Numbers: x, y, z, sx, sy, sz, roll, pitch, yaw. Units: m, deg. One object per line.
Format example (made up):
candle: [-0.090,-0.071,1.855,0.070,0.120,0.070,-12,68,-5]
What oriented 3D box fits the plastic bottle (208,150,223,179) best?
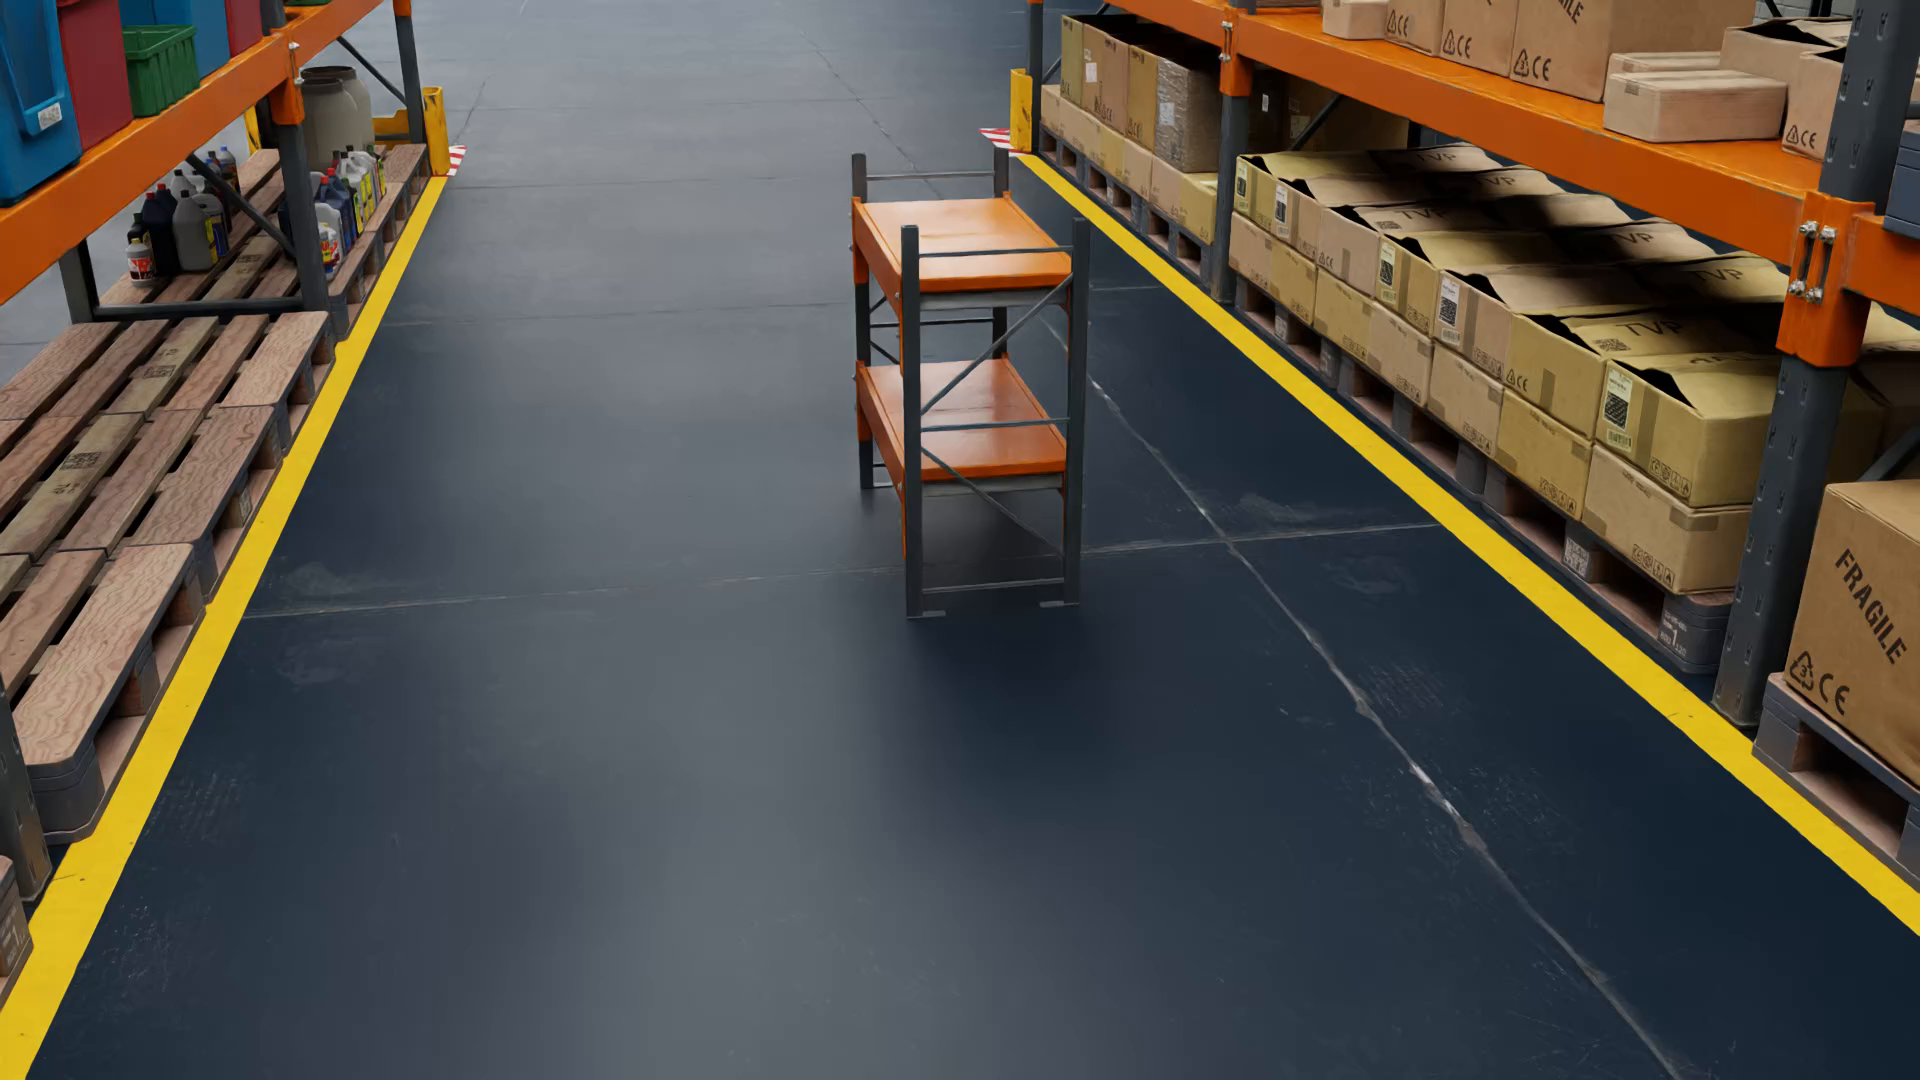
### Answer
plastic bottle: [-3.868,-1.871,8.629,0.061,0.283,0.133,-4,24,-9]

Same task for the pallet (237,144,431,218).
pallet: [-3.716,-2.116,9.831,1.003,0.211,1.213,-4,24,-10]

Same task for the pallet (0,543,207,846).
pallet: [-2.547,0.377,4.124,1.003,0.211,1.213,-4,24,-10]

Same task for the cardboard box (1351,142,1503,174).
cardboard box: [2.044,-1.583,7.338,0.500,0.311,0.500,-4,24,-10]

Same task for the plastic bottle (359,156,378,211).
plastic bottle: [-3.105,-1.848,8.587,0.152,0.276,0.135,-5,24,-11]

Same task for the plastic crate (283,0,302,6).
plastic crate: [-3.153,-2.354,6.969,0.767,0.338,0.504,-4,24,-10]

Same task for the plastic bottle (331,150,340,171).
plastic bottle: [-3.236,-1.898,8.692,0.061,0.283,0.133,-4,24,-10]

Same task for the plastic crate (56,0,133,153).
plastic crate: [-2.440,-1.281,4.356,0.402,0.464,0.583,-4,24,-10]

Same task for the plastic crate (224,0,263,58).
plastic crate: [-2.791,-2.029,6.067,0.402,0.464,0.583,-4,24,-10]

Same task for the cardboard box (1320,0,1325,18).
cardboard box: [1.821,-2.273,6.894,0.500,0.250,0.500,-3,24,-6]

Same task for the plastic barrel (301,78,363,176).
plastic barrel: [-3.632,-2.342,9.449,0.421,0.512,0.421,0,24,0]

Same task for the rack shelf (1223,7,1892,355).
rack shelf: [2.057,-1.416,5.643,1.077,0.370,4.000,-4,24,-10]

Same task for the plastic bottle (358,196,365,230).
plastic bottle: [-2.987,-1.622,8.162,0.097,0.201,0.097,0,24,0]

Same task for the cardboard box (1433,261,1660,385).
cardboard box: [1.895,-0.739,5.404,0.500,0.311,0.500,-4,24,-10]

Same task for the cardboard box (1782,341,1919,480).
cardboard box: [2.619,-0.376,4.573,0.500,0.311,0.500,-4,24,-8]

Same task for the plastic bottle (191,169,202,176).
plastic bottle: [-3.773,-1.702,8.257,0.097,0.271,0.097,0,24,0]

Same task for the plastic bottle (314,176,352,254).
plastic bottle: [-2.923,-1.503,7.703,0.144,0.351,0.185,-4,24,-8]

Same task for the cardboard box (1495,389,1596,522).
cardboard box: [1.991,-0.283,5.060,0.500,0.250,0.500,-5,24,-10]

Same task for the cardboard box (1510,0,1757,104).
cardboard box: [2.101,-1.663,5.186,0.500,0.500,0.500,-6,24,-13]

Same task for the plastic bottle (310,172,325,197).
plastic bottle: [-3.177,-1.689,8.223,0.152,0.276,0.135,-4,24,-10]

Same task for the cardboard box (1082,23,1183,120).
cardboard box: [1.027,-2.762,9.800,0.500,0.500,0.500,-4,24,-10]

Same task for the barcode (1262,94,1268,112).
barcode: [1.325,-1.897,7.220,0.001,0.075,0.075,-4,24,-10]

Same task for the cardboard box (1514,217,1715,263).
cardboard box: [2.325,-0.985,5.967,0.500,0.311,0.500,-5,24,-10]

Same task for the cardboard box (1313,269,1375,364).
cardboard box: [1.710,-0.883,6.434,0.500,0.250,0.500,-5,24,-11]

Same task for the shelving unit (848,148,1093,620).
shelving unit: [0.001,-0.513,5.019,0.538,1.125,1.048,-4,24,-10]

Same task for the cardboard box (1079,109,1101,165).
cardboard box: [1.016,-2.417,9.948,0.500,0.250,0.500,-4,24,-10]

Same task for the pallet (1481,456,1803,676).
pallet: [2.313,-0.008,5.004,1.003,0.211,1.213,-4,24,-10]

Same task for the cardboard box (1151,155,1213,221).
cardboard box: [1.304,-1.828,8.599,0.500,0.250,0.500,-4,24,-10]

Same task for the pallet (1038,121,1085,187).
pallet: [1.130,-2.530,10.779,1.003,0.211,1.213,-4,24,-10]

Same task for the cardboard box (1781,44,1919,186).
cardboard box: [2.402,-1.064,4.050,0.500,0.311,0.500,-3,24,-6]

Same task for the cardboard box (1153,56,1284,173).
cardboard box: [1.306,-2.172,8.449,0.500,0.500,0.500,-4,24,-10]

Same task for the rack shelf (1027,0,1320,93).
rack shelf: [1.317,-2.989,9.245,1.077,0.370,4.000,-4,24,-10]

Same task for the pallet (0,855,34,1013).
pallet: [-2.255,0.991,2.717,1.003,0.211,1.213,-4,24,-10]

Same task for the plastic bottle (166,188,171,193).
plastic bottle: [-3.690,-1.492,7.763,0.061,0.283,0.133,-3,24,-6]

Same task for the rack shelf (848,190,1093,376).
rack shelf: [0.001,-0.781,4.902,0.538,0.278,1.000,-4,24,-10]

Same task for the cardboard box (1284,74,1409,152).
cardboard box: [1.909,-2.014,8.087,0.500,0.500,0.500,-4,24,-10]

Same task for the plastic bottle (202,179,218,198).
plastic bottle: [-3.583,-1.576,7.955,0.061,0.283,0.133,-4,24,-10]

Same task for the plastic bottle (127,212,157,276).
plastic bottle: [-3.595,-1.289,7.297,0.061,0.283,0.133,-3,24,-7]

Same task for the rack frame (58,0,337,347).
rack frame: [-3.181,-2.167,6.464,1.000,3.000,0.127,-4,24,-10]

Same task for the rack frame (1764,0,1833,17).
rack frame: [5.815,-4.474,11.745,1.000,3.000,0.127,-4,24,-10]

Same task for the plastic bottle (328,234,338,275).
plastic bottle: [-2.828,-1.284,7.389,0.097,0.201,0.097,0,24,0]

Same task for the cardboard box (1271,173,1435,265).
cardboard box: [1.606,-1.343,6.788,0.500,0.311,0.500,-5,24,-10]

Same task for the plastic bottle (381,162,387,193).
plastic bottle: [-3.151,-1.970,8.959,0.097,0.201,0.097,0,24,0]
